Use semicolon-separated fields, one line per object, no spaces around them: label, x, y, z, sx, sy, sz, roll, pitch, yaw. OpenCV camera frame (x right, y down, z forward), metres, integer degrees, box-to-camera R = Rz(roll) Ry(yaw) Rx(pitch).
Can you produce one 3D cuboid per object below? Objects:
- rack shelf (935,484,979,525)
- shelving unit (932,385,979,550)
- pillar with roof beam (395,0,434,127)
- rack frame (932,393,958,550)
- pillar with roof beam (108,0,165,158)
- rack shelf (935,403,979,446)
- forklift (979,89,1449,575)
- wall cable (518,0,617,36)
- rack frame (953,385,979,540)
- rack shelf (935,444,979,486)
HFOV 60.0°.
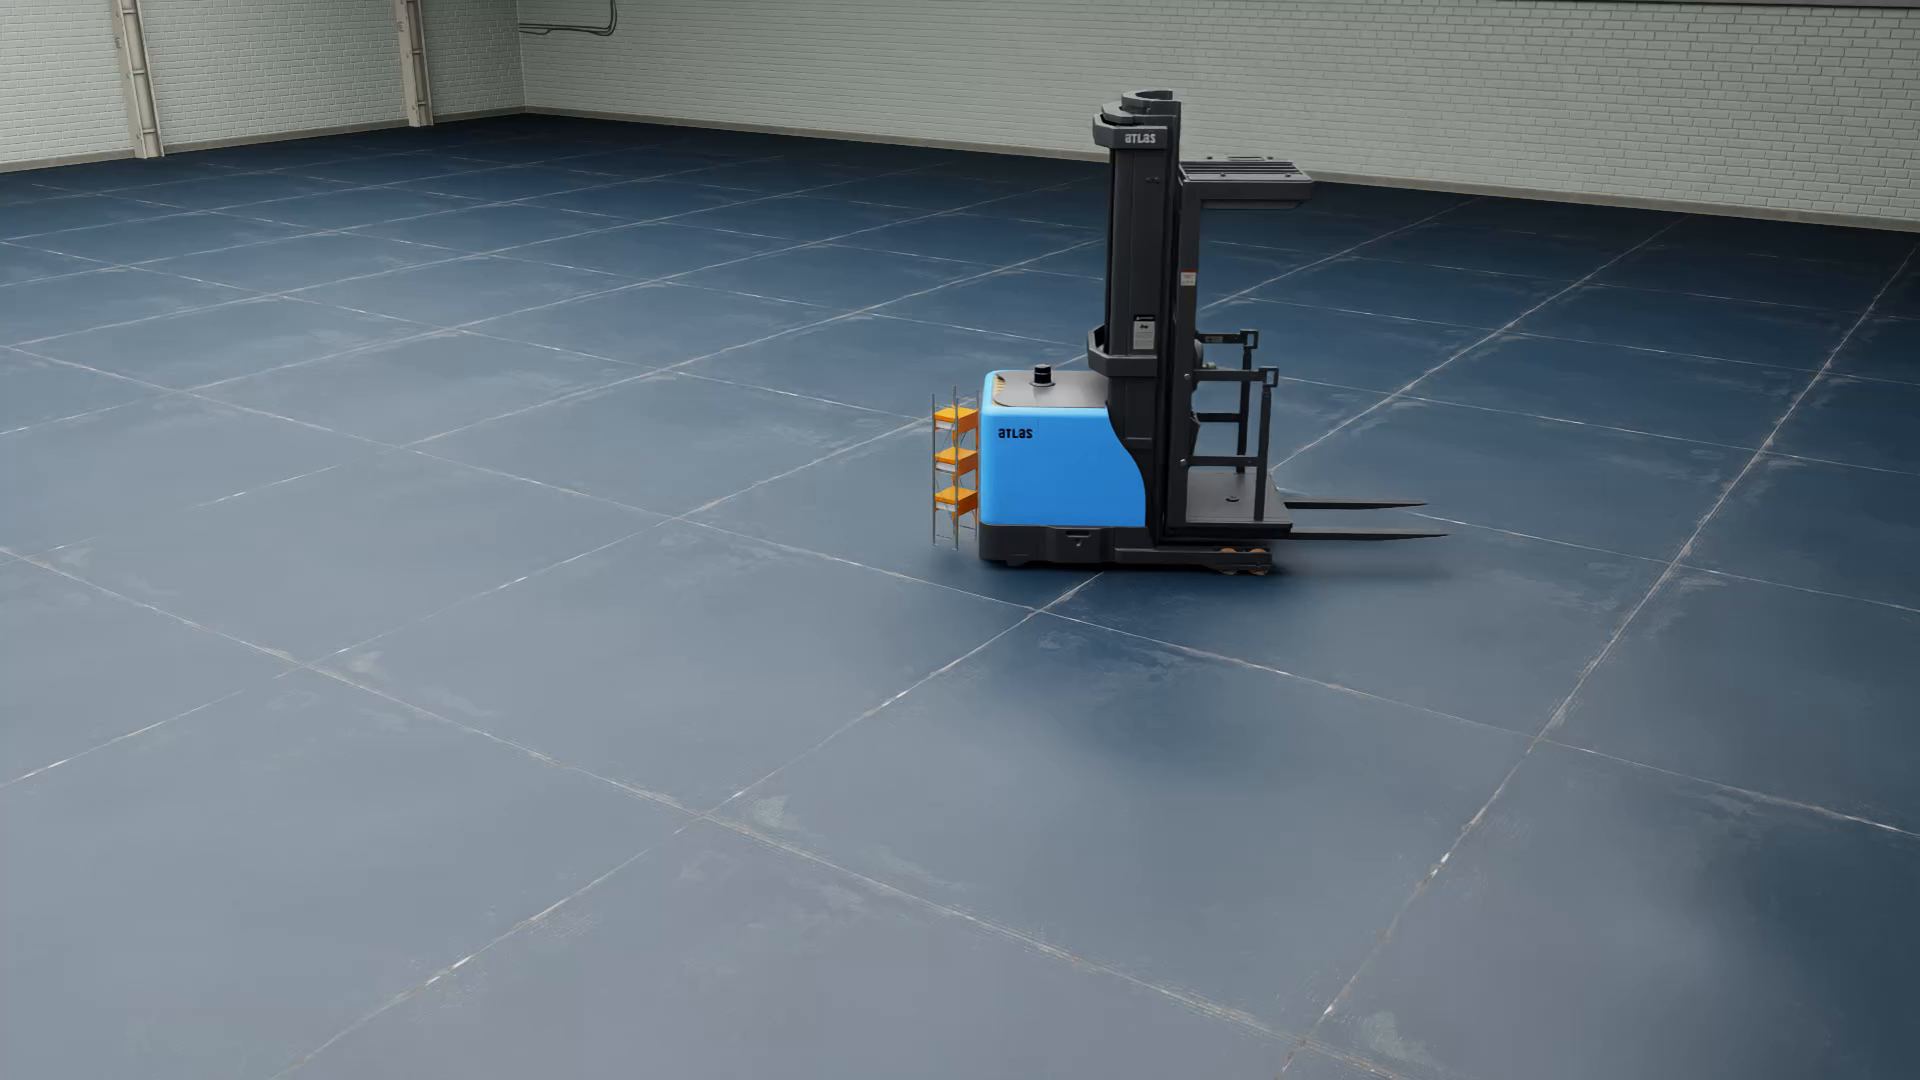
rack shelf;-0.031;-0.207;11.141;0.215;0.259;0.240;13;24;32
shelving unit;-0.031;-0.477;11.041;0.215;1.050;0.252;13;24;32
pillar with roof beam;-7.637;-11.996;30.725;9.100;9.000;0.400;13;24;32
rack frame;-0.099;-0.442;10.946;0.200;1.050;0.008;13;24;32
pillar with roof beam;-11.010;-10.275;26.071;9.100;9.000;0.400;13;24;32
rack shelf;-0.030;-0.733;10.946;0.215;0.259;0.240;13;24;32
forklift;1.652;-1.339;10.660;3.031;2.935;1.130;1;20;2
wall cable;-8.448;-11.967;35.121;3.097;2.526;0.112;13;24;32
rack frame;0.038;-0.512;11.136;0.200;1.050;0.008;13;24;32
rack shelf;-0.031;-0.467;11.045;0.215;0.259;0.240;13;24;32
